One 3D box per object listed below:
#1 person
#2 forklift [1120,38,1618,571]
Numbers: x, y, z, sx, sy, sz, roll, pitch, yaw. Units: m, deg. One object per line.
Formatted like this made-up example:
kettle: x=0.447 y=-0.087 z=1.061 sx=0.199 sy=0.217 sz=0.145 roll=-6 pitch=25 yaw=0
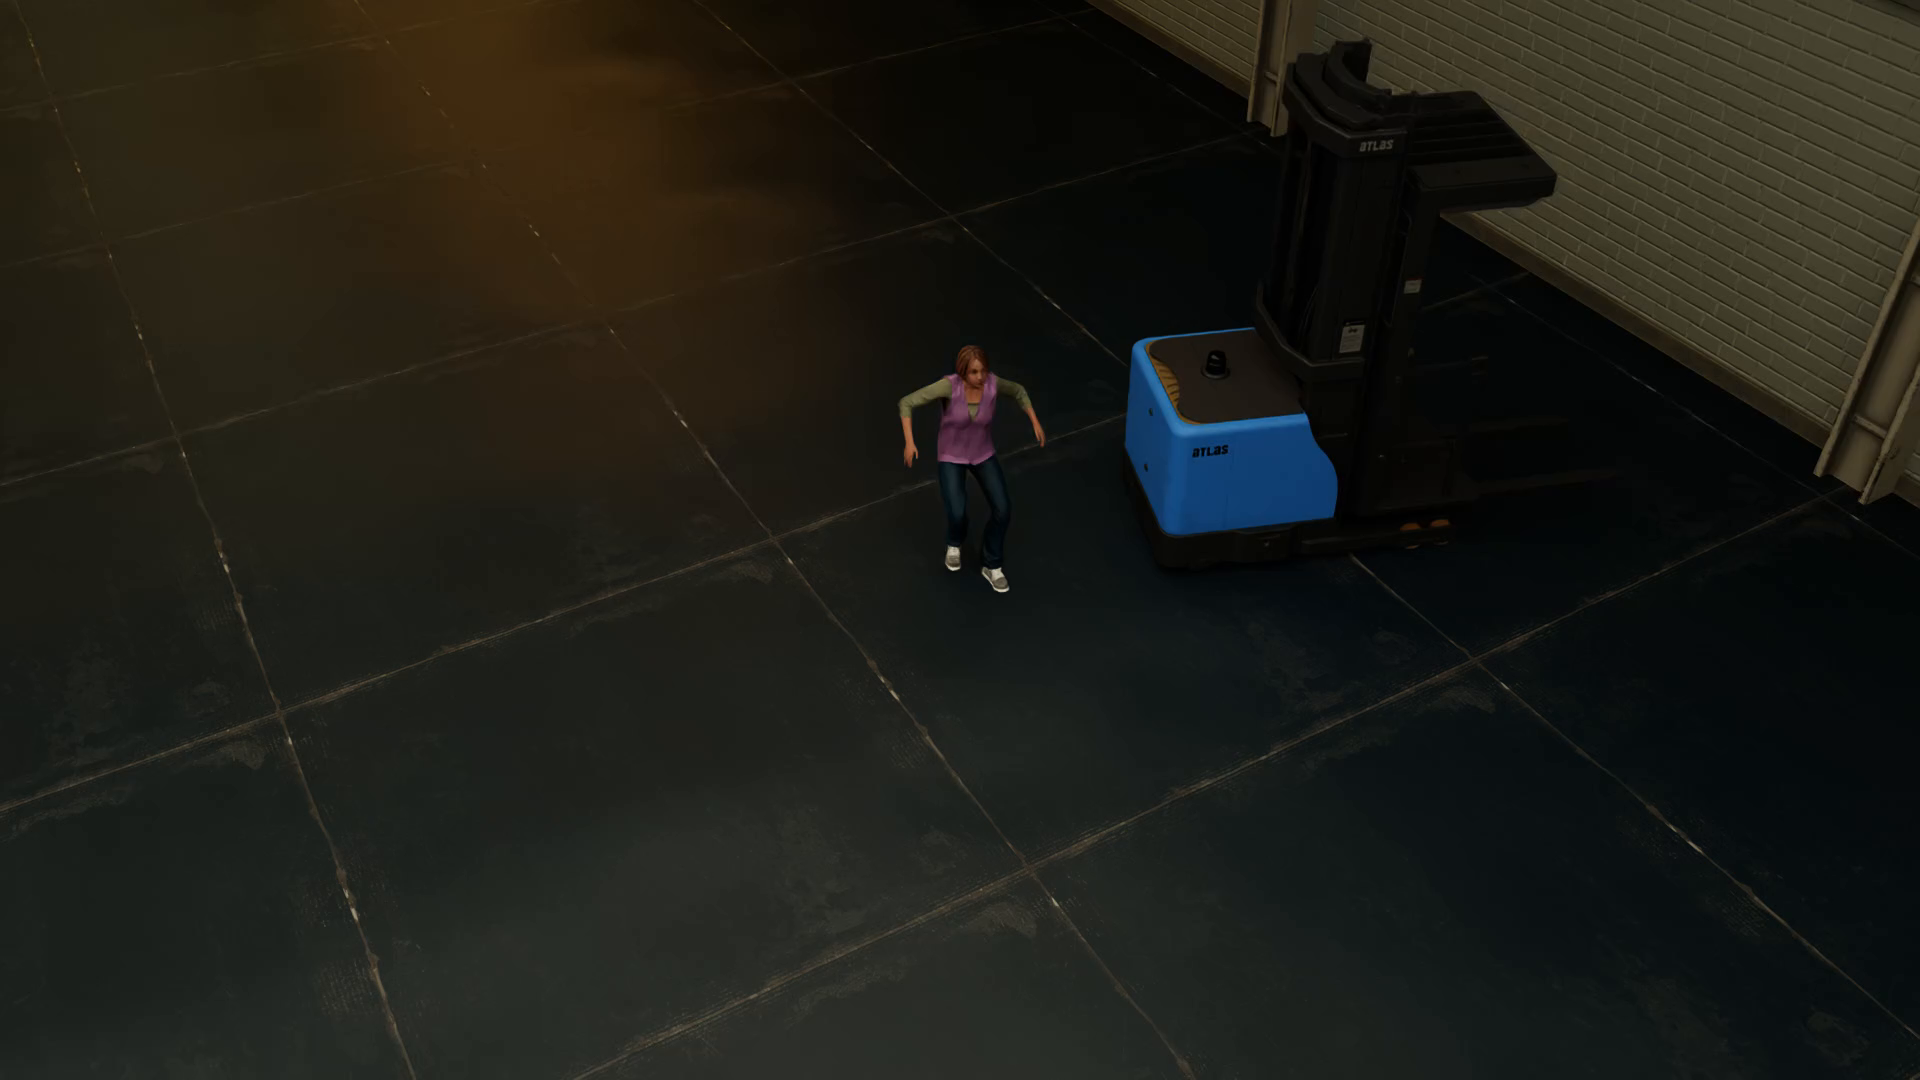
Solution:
person: x=0.102 y=-0.422 z=9.664 sx=0.876 sy=1.487 sz=0.643 roll=-10 pitch=41 yaw=-11
forklift: x=2.601 y=-1.399 z=9.722 sx=3.031 sy=2.935 sz=1.130 roll=-7 pitch=40 yaw=-8
